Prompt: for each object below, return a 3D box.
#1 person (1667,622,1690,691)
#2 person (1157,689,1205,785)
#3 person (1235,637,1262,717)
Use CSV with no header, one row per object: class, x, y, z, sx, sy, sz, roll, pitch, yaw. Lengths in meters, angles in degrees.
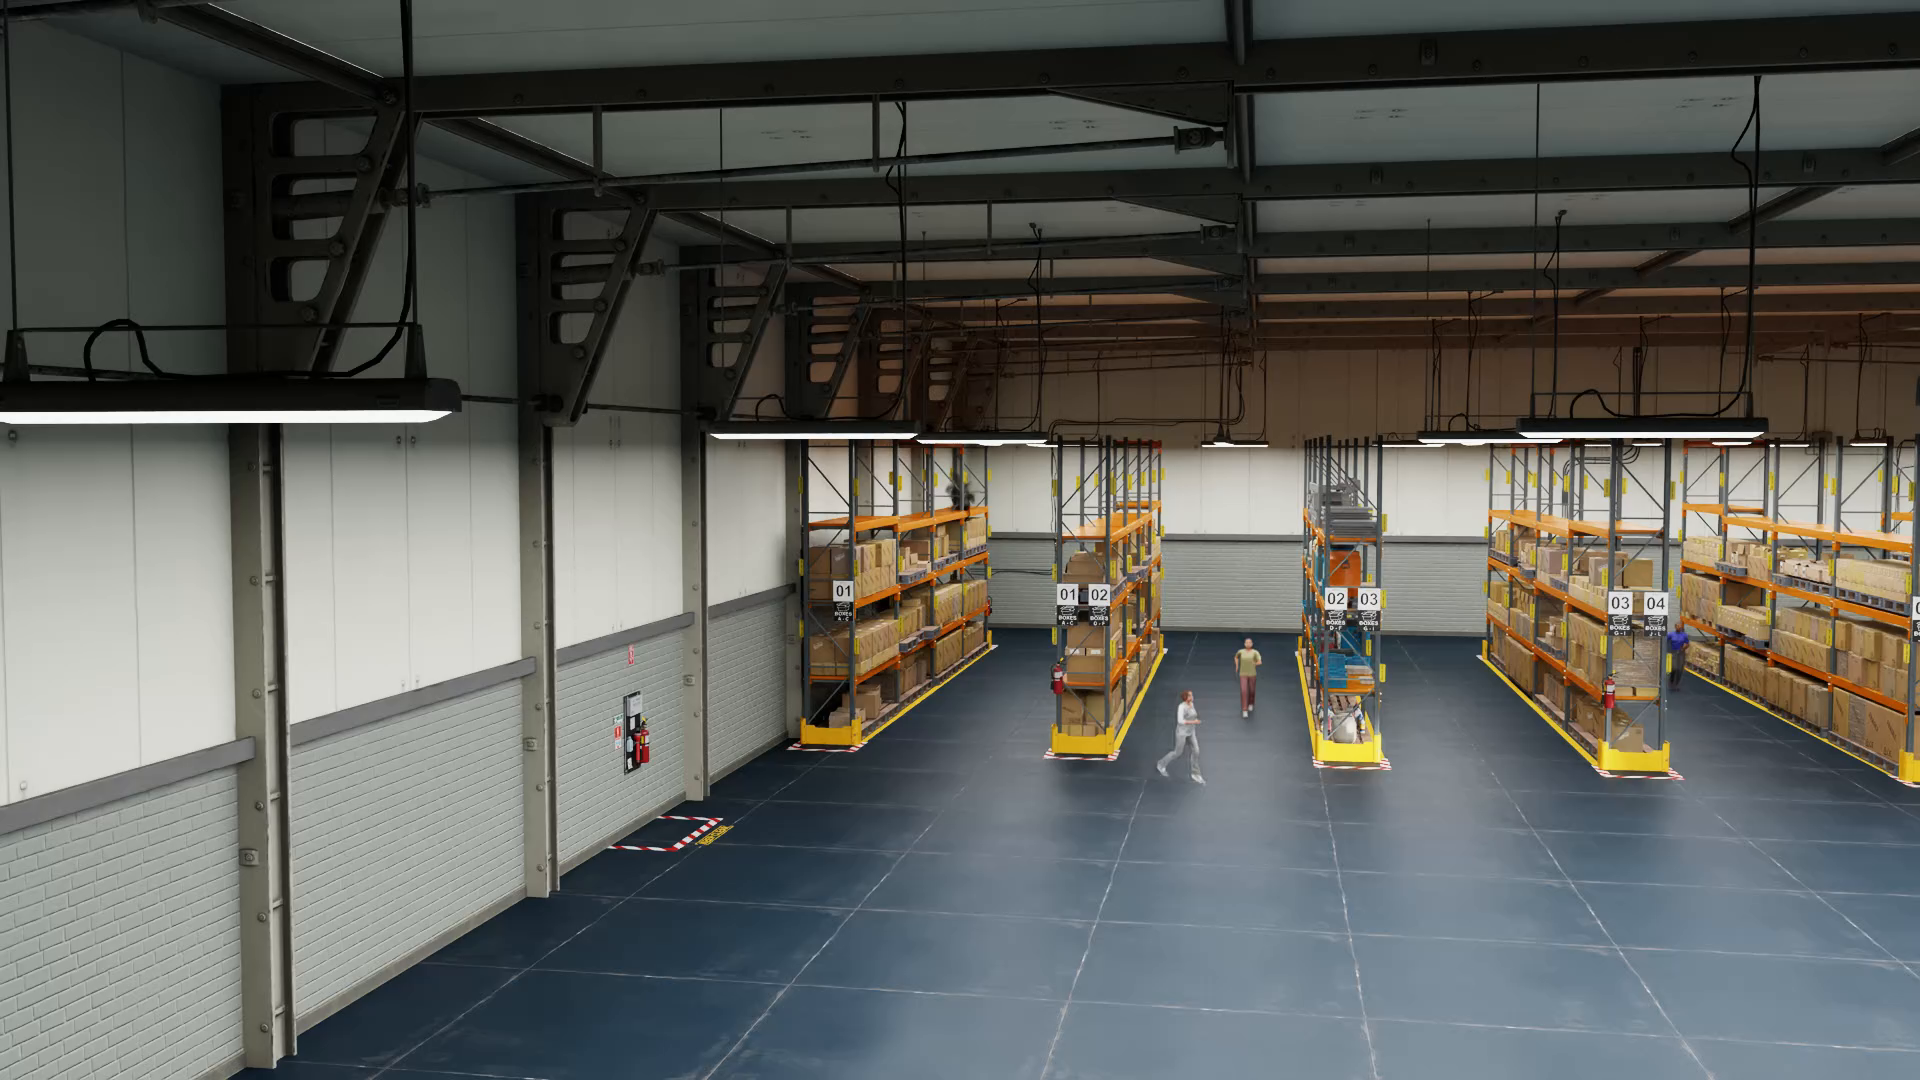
person,17.053,2.813,39.526,0.553,1.542,0.652,0,3,9
person,3.840,3.371,28.689,0.874,1.615,0.550,3,4,41
person,6.206,2.923,35.810,0.573,1.658,0.966,0,3,9
